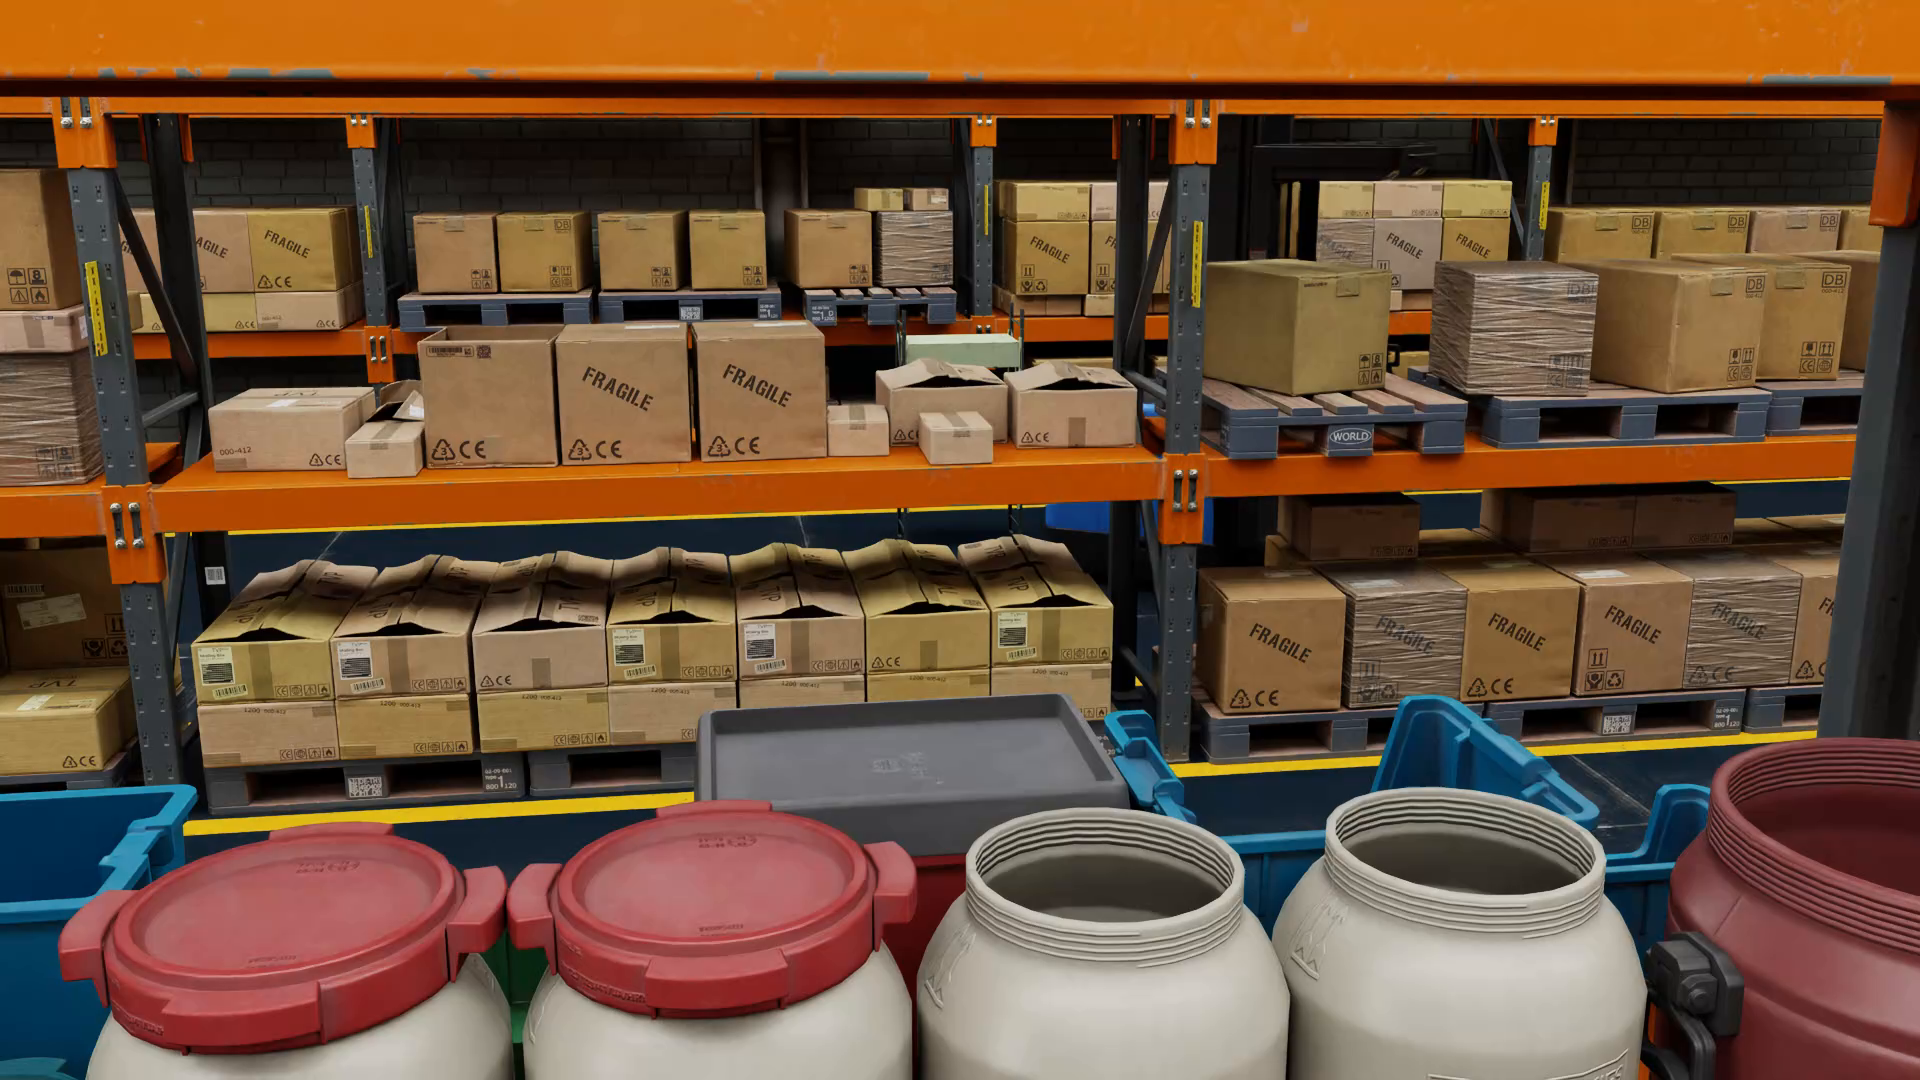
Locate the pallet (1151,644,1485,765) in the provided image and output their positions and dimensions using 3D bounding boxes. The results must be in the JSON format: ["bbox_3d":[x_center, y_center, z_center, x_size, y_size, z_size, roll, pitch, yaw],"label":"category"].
[{"bbox_3d":[1.572,0.700,7.498,1.213,0.211,1.003,-2,14,-8],"label":"pallet"}]

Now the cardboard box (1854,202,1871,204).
[{"bbox_3d":[7.494,-2.241,12.874,0.700,0.700,0.980,-1,14,-6],"label":"cardboard box"}]

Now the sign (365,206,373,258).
[{"bbox_3d":[-3.781,-1.971,10.635,0.005,0.325,0.100,-2,14,-8],"label":"sign"}]

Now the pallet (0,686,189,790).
[{"bbox_3d":[-3.920,0.881,6.774,1.213,0.211,1.003,-2,14,-8],"label":"pallet"}]

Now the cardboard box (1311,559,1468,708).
[{"bbox_3d":[1.837,0.396,7.211,0.500,0.500,0.500,-3,14,-10],"label":"cardboard box"}]

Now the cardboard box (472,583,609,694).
[{"bbox_3d":[-1.675,0.377,6.689,0.500,0.311,0.500,-3,14,-10],"label":"cardboard box"}]

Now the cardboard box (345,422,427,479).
[{"bbox_3d":[-2.221,-0.351,6.472,0.250,0.149,0.380,-2,14,-8],"label":"cardboard box"}]

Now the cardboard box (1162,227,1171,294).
[{"bbox_3d":[1.615,-2.019,11.749,0.500,0.500,0.500,-2,14,-9],"label":"cardboard box"}]

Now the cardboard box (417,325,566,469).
[{"bbox_3d":[-1.845,-0.581,6.669,0.500,0.500,0.500,-1,14,-4],"label":"cardboard box"}]

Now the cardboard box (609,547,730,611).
[{"bbox_3d":[-1.265,0.229,7.278,0.500,0.311,0.500,-2,14,-9],"label":"cardboard box"}]

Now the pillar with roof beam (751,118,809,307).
[{"bbox_3d":[-0.687,-3.862,7.621,0.400,9.000,9.100,-2,14,-8],"label":"pillar with roof beam"}]

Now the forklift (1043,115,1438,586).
[{"bbox_3d":[2.047,-1.160,9.322,3.031,2.935,1.130,7,15,24],"label":"forklift"}]

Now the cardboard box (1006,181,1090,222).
[{"bbox_3d":[0.602,-2.348,11.518,0.500,0.250,0.500,-2,14,-7],"label":"cardboard box"}]

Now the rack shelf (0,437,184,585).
[{"bbox_3d":[-5.105,-0.069,6.308,4.000,0.370,1.077,-2,14,-8],"label":"rack shelf"}]

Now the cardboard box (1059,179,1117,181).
[{"bbox_3d":[1.008,-2.489,12.082,0.500,0.250,0.500,-3,14,-10],"label":"cardboard box"}]

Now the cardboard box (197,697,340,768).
[{"bbox_3d":[-2.692,0.685,6.613,0.500,0.250,0.500,-2,14,-10],"label":"cardboard box"}]

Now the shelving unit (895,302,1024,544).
[{"bbox_3d":[-0.007,-0.727,10.538,0.755,1.500,0.431,-2,14,-8],"label":"shelving unit"}]

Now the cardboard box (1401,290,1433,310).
[{"bbox_3d":[3.240,-1.765,12.070,0.250,0.149,0.380,-2,14,-7],"label":"cardboard box"}]

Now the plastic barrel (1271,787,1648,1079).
[{"bbox_3d":[0.576,0.591,1.969,0.421,0.512,0.421,0,14,0],"label":"plastic barrel"}]

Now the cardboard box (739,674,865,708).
[{"bbox_3d":[-0.663,0.610,6.913,0.500,0.250,0.500,-2,14,-7],"label":"cardboard box"}]

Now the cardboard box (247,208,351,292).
[{"bbox_3d":[-4.291,-1.891,10.820,0.500,0.500,0.500,-2,14,-8],"label":"cardboard box"}]

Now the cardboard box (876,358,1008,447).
[{"bbox_3d":[-0.086,-0.606,7.155,0.500,0.311,0.500,-2,14,-9],"label":"cardboard box"}]

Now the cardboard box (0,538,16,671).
[{"bbox_3d":[-4.126,0.238,6.855,0.500,0.500,0.500,-2,14,-8],"label":"cardboard box"}]

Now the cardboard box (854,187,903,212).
[{"bbox_3d":[-0.567,-2.368,11.554,0.250,0.149,0.380,-5,15,-18],"label":"cardboard box"}]

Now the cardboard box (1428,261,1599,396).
[{"bbox_3d":[2.366,-0.924,7.172,0.500,0.500,0.700,1,14,2],"label":"cardboard box"}]

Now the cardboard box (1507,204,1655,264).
[{"bbox_3d":[4.580,-2.133,12.442,0.700,0.700,0.980,-2,14,-7],"label":"cardboard box"}]

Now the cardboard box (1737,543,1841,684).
[{"bbox_3d":[3.848,0.322,7.506,0.500,0.500,0.500,-2,14,-8],"label":"cardboard box"}]

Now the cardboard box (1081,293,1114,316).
[{"bbox_3d":[0.972,-1.667,11.677,0.250,0.149,0.380,-2,14,-7],"label":"cardboard box"}]

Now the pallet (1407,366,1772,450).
[{"bbox_3d":[2.750,-0.613,7.396,1.213,0.211,1.003,-2,14,-8],"label":"pallet"}]

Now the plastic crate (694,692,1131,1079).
[{"bbox_3d":[-0.082,0.511,2.388,0.583,0.464,0.402,-2,14,-8],"label":"plastic crate"}]

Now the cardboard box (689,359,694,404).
[{"bbox_3d":[-1.699,-1.127,11.742,0.500,0.250,0.500,-2,14,-9],"label":"cardboard box"}]

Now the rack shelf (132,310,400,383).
[{"bbox_3d":[-5.847,-1.260,11.059,4.000,0.370,1.077,-2,14,-8],"label":"rack shelf"}]

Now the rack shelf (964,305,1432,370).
[{"bbox_3d":[2.064,-1.550,12.215,4.000,0.370,1.077,-2,14,-8],"label":"rack shelf"}]

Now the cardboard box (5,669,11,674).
[{"bbox_3d":[-4.127,0.601,6.949,0.500,0.250,0.500,-2,14,-8],"label":"cardboard box"}]

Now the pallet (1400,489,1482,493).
[{"bbox_3d":[3.290,-0.573,12.571,1.213,0.211,1.003,-2,14,-8],"label":"pallet"}]

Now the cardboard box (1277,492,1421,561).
[{"bbox_3d":[1.773,-0.093,7.619,0.500,0.250,0.500,-2,14,-6],"label":"cardboard box"}]

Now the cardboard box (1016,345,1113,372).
[{"bbox_3d":[0.833,-0.982,12.029,0.750,0.750,0.750,-2,14,-9],"label":"cardboard box"}]

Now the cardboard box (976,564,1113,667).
[{"bbox_3d":[0.346,0.301,6.991,0.500,0.311,0.500,-2,14,-7],"label":"cardboard box"}]

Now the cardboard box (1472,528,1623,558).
[{"bbox_3d":[2.747,0.235,7.854,0.500,0.500,0.500,-3,14,-10],"label":"cardboard box"}]

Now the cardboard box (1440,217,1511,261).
[{"bbox_3d":[3.622,-2.096,12.057,0.500,0.500,0.500,-2,14,-9],"label":"cardboard box"}]

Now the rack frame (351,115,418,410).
[{"bbox_3d":[-3.869,-1.681,11.260,0.127,3.000,1.000,-2,14,-8],"label":"rack frame"}]

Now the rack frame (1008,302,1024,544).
[{"bbox_3d":[0.355,-0.740,10.591,0.023,1.500,0.400,-2,14,-8],"label":"rack frame"}]

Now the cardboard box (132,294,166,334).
[{"bbox_3d":[-5.282,-1.490,10.765,0.500,0.250,0.500,-2,14,-9],"label":"cardboard box"}]

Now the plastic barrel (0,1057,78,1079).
[{"bbox_3d":[-1.062,0.758,1.819,0.301,0.262,0.301,0,14,0],"label":"plastic barrel"}]

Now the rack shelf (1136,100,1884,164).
[{"bbox_3d":[2.805,-1.813,7.099,4.000,0.370,1.077,-2,14,-8],"label":"rack shelf"}]

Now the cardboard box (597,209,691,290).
[{"bbox_3d":[-2.161,-2.003,11.434,0.500,0.500,0.700,0,14,-1],"label":"cardboard box"}]

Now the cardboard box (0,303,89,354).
[{"bbox_3d":[-3.365,-0.792,6.173,0.250,0.149,0.380,-2,14,-8],"label":"cardboard box"}]

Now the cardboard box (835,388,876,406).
[{"bbox_3d":[-0.618,-0.789,11.935,0.500,0.500,0.700,-2,14,-8],"label":"cardboard box"}]
